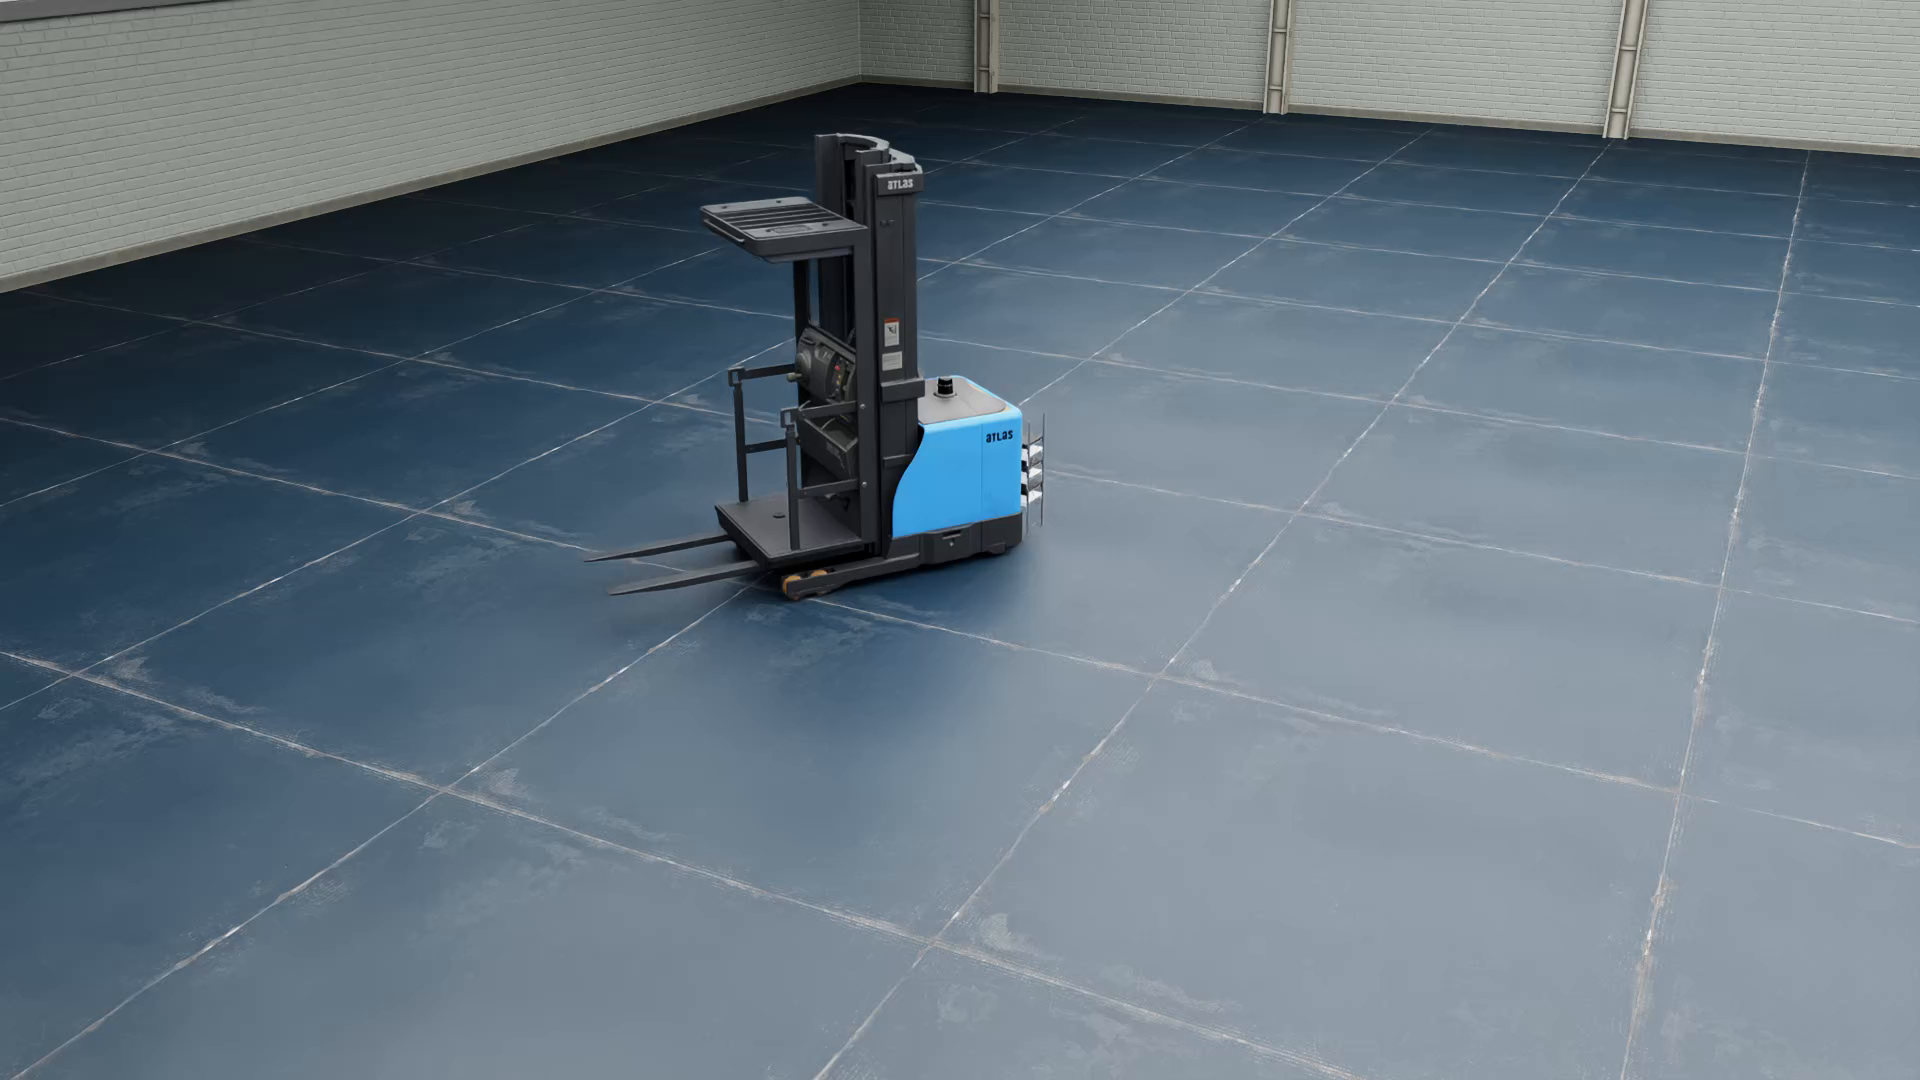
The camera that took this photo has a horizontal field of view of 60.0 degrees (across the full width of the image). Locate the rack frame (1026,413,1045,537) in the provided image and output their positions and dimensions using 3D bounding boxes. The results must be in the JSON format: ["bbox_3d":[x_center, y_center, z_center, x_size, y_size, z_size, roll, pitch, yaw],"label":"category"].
[{"bbox_3d":[0.557,-0.476,12.220,0.006,0.900,0.240,14,27,29],"label":"rack frame"}]

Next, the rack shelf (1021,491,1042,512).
[{"bbox_3d":[0.471,-0.301,12.353,0.200,0.077,0.258,14,27,29],"label":"rack shelf"}]

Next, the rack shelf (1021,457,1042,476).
[{"bbox_3d":[0.471,-0.550,12.247,0.200,0.077,0.258,14,27,29],"label":"rack shelf"}]

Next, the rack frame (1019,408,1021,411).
[{"bbox_3d":[0.385,-0.519,12.319,0.006,0.900,0.240,14,27,29],"label":"rack frame"}]

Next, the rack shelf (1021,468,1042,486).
[{"bbox_3d":[0.471,-0.467,12.283,0.200,0.077,0.258,14,27,29],"label":"rack shelf"}]

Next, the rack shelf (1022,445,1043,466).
[{"bbox_3d":[0.471,-0.632,12.212,0.200,0.077,0.258,14,27,29],"label":"rack shelf"}]

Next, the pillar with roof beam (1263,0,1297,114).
[{"bbox_3d":[3.934,-10.599,25.674,0.400,9.000,9.100,11,25,25],"label":"pillar with roof beam"}]

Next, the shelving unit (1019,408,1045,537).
[{"bbox_3d":[0.471,-0.497,12.270,0.210,0.900,0.258,14,27,29],"label":"shelving unit"}]

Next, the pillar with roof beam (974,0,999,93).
[{"bbox_3d":[-1.421,-11.658,28.165,0.400,9.000,9.100,11,25,25],"label":"pillar with roof beam"}]

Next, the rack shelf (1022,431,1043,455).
[{"bbox_3d":[0.471,-0.715,12.177,0.200,0.077,0.258,14,27,29],"label":"rack shelf"}]

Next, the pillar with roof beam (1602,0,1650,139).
[{"bbox_3d":[9.288,-9.540,23.183,0.400,9.000,9.100,11,25,25],"label":"pillar with roof beam"}]

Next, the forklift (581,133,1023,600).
[{"bbox_3d":[-1.098,-1.176,11.269,3.031,2.935,1.130,-11,26,-25],"label":"forklift"}]

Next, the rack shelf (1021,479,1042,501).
[{"bbox_3d":[0.471,-0.384,12.318,0.200,0.077,0.258,14,27,29],"label":"rack shelf"}]
